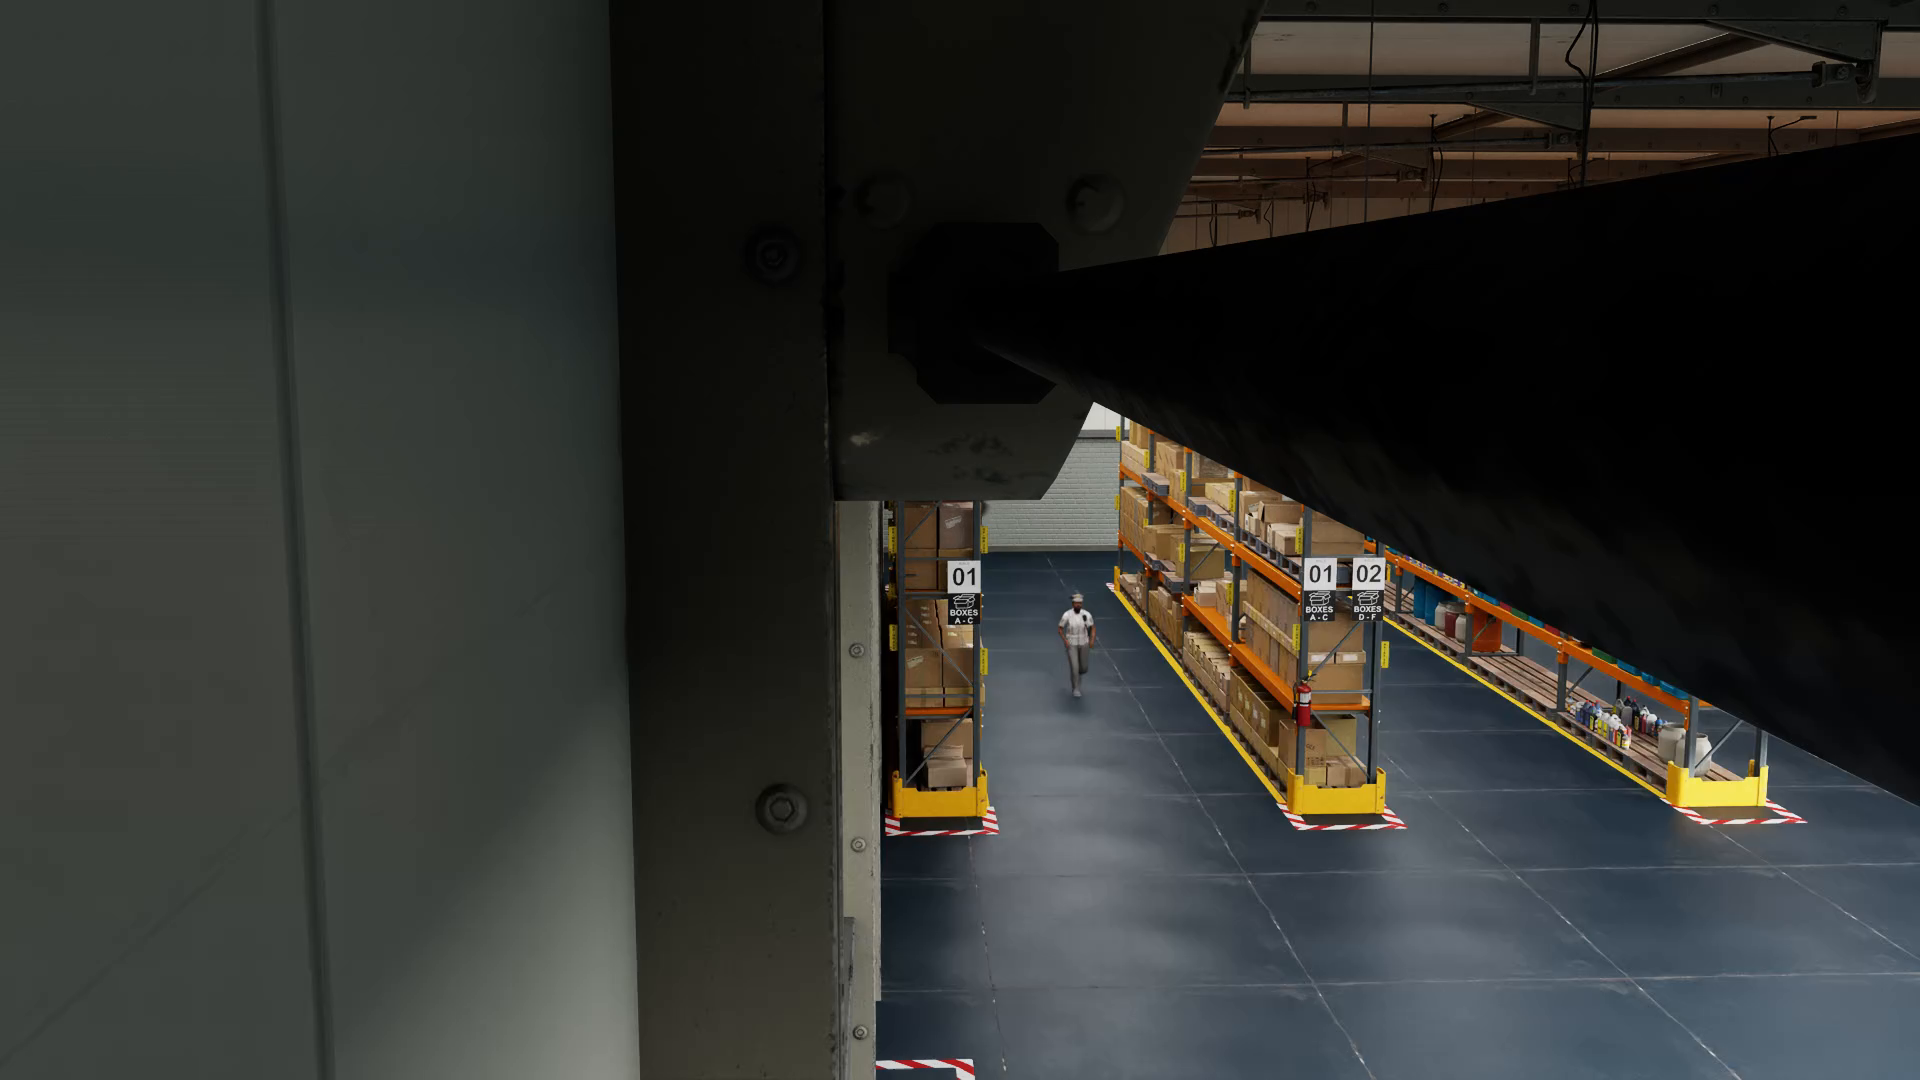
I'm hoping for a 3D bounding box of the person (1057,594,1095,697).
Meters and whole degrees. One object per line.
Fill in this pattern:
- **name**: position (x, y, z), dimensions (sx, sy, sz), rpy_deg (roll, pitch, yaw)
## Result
- **person**: position (1.870, 1.661, 26.803), dimensions (0.619, 1.650, 0.650), rpy_deg (-1, 8, -8)
